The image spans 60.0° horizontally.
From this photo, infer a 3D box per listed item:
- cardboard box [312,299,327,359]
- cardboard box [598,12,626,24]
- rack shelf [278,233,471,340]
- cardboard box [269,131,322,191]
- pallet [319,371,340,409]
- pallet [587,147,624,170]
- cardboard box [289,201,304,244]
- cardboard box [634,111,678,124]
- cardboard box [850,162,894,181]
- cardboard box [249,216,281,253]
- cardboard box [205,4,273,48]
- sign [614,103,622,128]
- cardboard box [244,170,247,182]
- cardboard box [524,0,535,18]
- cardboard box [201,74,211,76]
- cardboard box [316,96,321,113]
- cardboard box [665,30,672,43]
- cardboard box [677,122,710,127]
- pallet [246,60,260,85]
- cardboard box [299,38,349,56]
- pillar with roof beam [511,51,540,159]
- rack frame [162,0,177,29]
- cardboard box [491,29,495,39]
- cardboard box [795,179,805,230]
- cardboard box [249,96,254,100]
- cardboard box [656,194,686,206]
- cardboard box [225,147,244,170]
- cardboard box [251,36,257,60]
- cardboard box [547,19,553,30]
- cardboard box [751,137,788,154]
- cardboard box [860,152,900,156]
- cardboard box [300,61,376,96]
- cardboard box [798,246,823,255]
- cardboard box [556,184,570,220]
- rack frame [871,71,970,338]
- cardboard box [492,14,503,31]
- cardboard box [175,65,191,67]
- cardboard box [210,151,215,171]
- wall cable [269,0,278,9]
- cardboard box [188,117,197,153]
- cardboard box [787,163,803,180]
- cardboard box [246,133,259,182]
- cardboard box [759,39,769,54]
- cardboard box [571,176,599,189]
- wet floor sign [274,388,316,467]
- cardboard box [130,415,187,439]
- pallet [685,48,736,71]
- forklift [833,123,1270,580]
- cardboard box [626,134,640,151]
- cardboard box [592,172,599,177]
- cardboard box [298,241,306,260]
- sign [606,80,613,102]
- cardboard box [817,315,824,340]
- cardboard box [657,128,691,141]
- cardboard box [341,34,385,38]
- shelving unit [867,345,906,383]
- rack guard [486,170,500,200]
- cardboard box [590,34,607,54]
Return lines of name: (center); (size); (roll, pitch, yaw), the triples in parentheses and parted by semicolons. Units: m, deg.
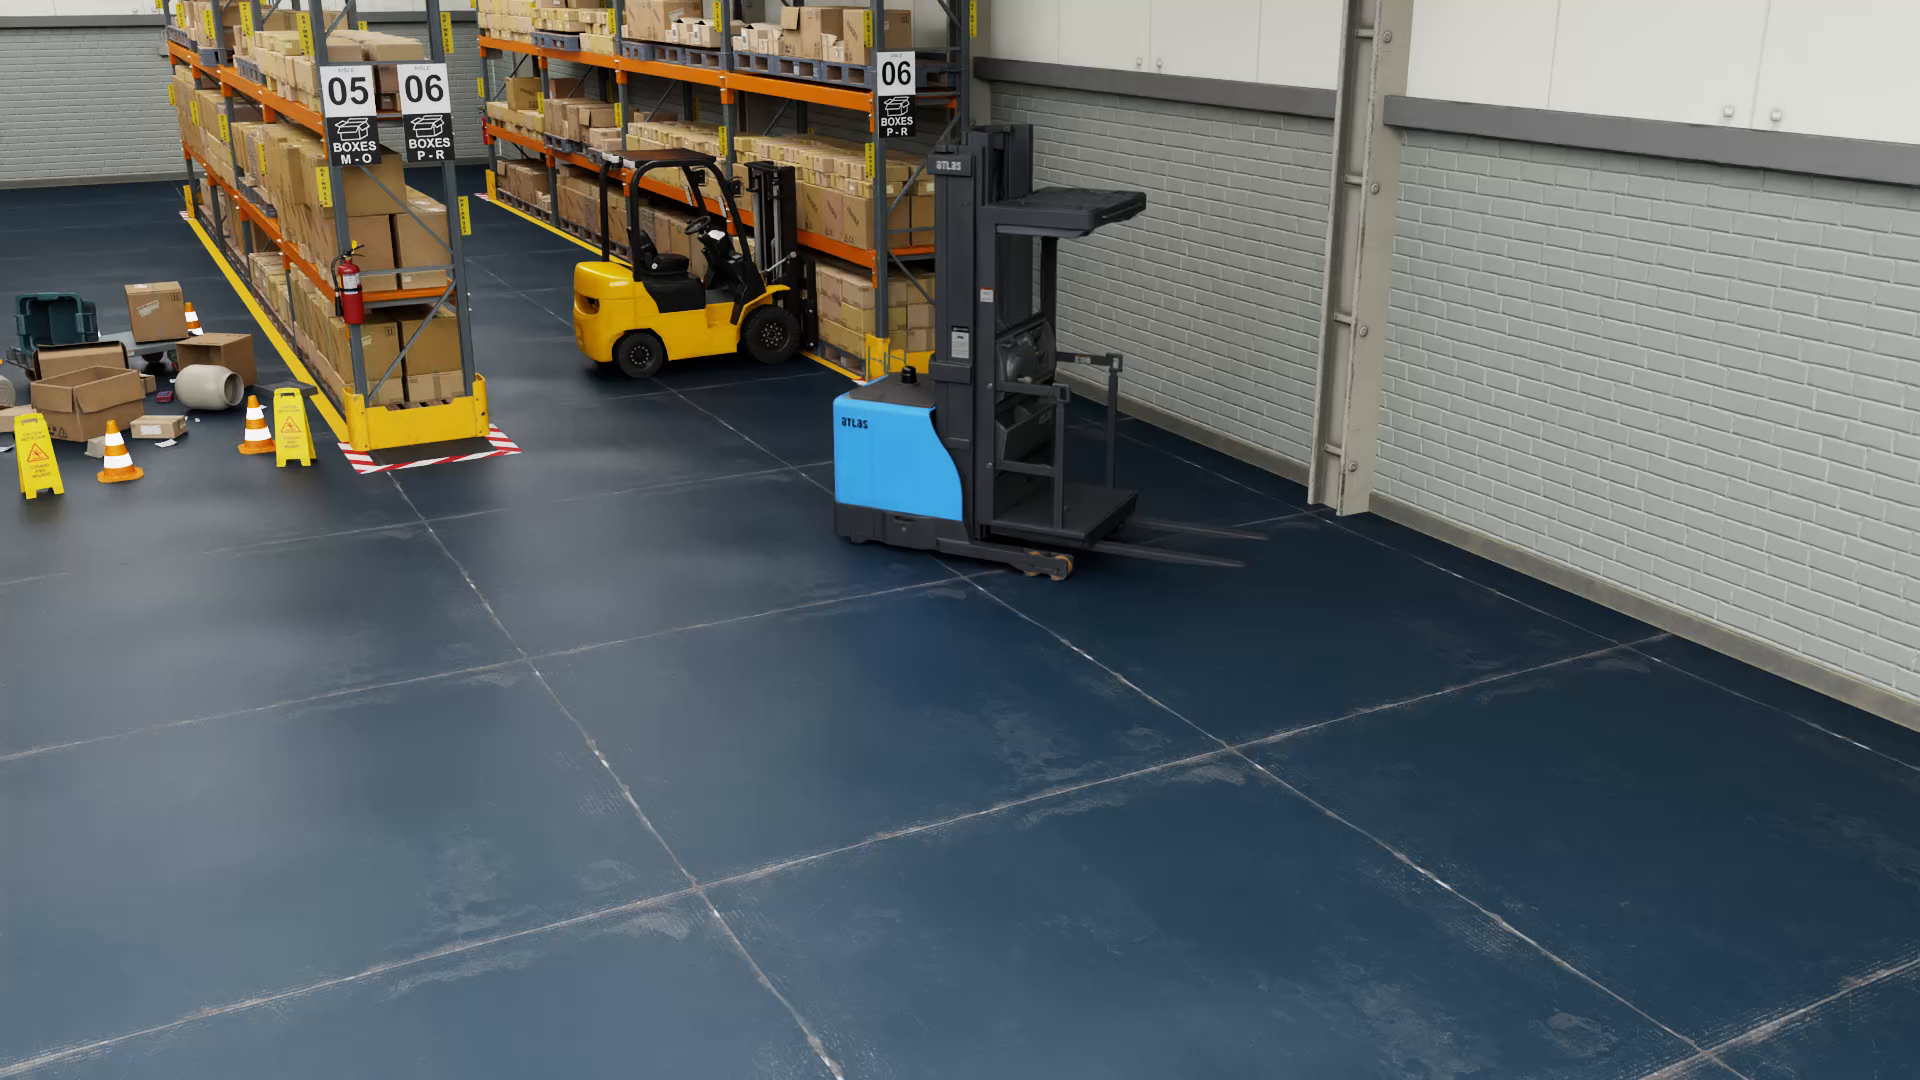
cardboard box: (-5.836, -2.030, 15.837); (0.500, 0.500, 0.500); (-11, 22, -28)
cardboard box: (-4.800, -7.247, 23.100); (0.380, 0.149, 0.250); (-11, 22, -28)
rack shelf: (-5.691, -2.526, 15.955); (1.077, 0.370, 4.000); (-10, 21, -27)
cardboard box: (-6.185, -3.642, 15.946); (0.700, 0.500, 0.500); (-11, 22, -28)
pallet: (-5.707, -1.584, 16.397); (1.003, 0.211, 1.213); (-10, 21, -27)
pallet: (-4.557, -5.451, 23.624); (1.213, 0.211, 1.003); (-10, 21, -27)
cardboard box: (-6.191, -3.172, 16.115); (0.500, 0.500, 0.500); (-10, 21, -27)
cardboard box: (-4.281, -5.776, 23.474); (0.500, 0.500, 0.500); (-9, 21, -24)
cardboard box: (-0.875, -3.692, 16.629); (0.380, 0.149, 0.250); (-10, 21, -27)
cardboard box: (-8.795, -3.993, 21.719); (0.875, 0.875, 0.875); (-10, 22, -27)
cardboard box: (-8.852, -6.338, 20.501); (0.797, 0.503, 0.637); (-11, 22, -30)
sign: (-4.647, -5.781, 22.633); (0.100, 0.325, 0.005); (-10, 21, -27)
cardboard box: (-8.355, -4.374, 19.949); (0.380, 0.149, 0.250); (-12, 22, -30)
cardboard box: (-6.525, -8.338, 26.105); (0.500, 0.250, 0.500); (-10, 21, -27)
cardboard box: (-11.005, -6.768, 24.465); (0.380, 0.149, 0.250); (-10, 21, -27)
cardboard box: (-5.157, -3.650, 13.897); (0.380, 0.149, 0.250); (-10, 21, -26)
cardboard box: (-3.430, -6.245, 20.620); (0.380, 0.149, 0.250); (-10, 22, -27)
cardboard box: (-3.618, -5.592, 22.591); (0.380, 0.149, 0.250); (-9, 21, -25)
pallet: (-6.840, -4.963, 17.604); (1.213, 0.211, 1.003); (-10, 21, -27)
cardboard box: (-5.674, -4.401, 14.851); (0.380, 0.149, 0.250); (-11, 22, -28)
pillar with roof beam: (-12.248, -10.737, 29.453); (9.100, 9.000, 0.400); (-10, 21, -27)
rack frame: (-12.339, -9.721, 26.506); (1.000, 3.000, 0.127); (-10, 21, -27)
cardboard box: (-7.744, -8.591, 28.217); (0.380, 0.149, 0.250); (-9, 21, -25)
cardboard box: (-1.570, -3.649, 17.956); (0.500, 0.500, 0.500); (-10, 21, -26)
cardboard box: (-9.272, -5.725, 22.437); (0.500, 0.500, 0.500); (-10, 21, -26)
cardboard box: (-4.147, -4.880, 23.868); (0.380, 0.149, 0.250); (-9, 21, -24)
cardboard box: (-8.994, -4.853, 21.061); (0.500, 0.250, 0.500); (-10, 21, -27)
cardboard box: (-7.282, -5.277, 17.812); (0.500, 0.250, 0.500); (-10, 21, -26)
cardboard box: (-5.937, -7.681, 24.782); (0.380, 0.149, 0.250); (-10, 21, -26)
cardboard box: (-2.165, -4.508, 18.995); (0.380, 0.149, 0.250); (-10, 21, -26)
cardboard box: (-0.830, -3.985, 17.476); (0.380, 0.149, 0.250); (-9, 21, -25)
cardboard box: (-5.221, -3.884, 13.965); (0.500, 0.250, 0.500); (-10, 22, -27)
cardboard box: (-1.840, -3.104, 18.568); (0.500, 0.250, 0.500); (-9, 21, -25)
cardboard box: (-6.041, -5.349, 26.224); (0.500, 0.500, 0.500); (-9, 21, -24)
rack frame: (-0.375, -3.061, 16.405); (1.000, 3.000, 0.127); (-10, 21, -27)
cardboard box: (-7.511, -8.681, 27.866); (0.500, 0.250, 0.500); (-11, 22, -28)
cardboard box: (-12.414, -7.566, 26.780); (0.380, 0.149, 0.250); (-9, 21, -26)
cardboard box: (-9.987, -5.200, 22.834); (0.500, 0.250, 0.500); (-10, 21, -27)
wall cable: (-12.155, -11.864, 32.660); (2.988, 3.039, 0.133); (-10, 21, -27)
cardboard box: (-11.386, -6.166, 25.249); (0.500, 0.500, 0.500); (-10, 22, -27)
cardboard box: (-1.638, -3.984, 17.932); (0.380, 0.149, 0.250); (-10, 22, -28)
cardboard box: (-7.788, -4.365, 18.929); (0.500, 0.500, 0.500); (-11, 22, -29)
cardboard box: (-1.963, -5.358, 18.051); (0.380, 0.149, 0.250); (-9, 21, -25)
cardboard box: (-5.805, -5.546, 25.800); (0.380, 0.149, 0.250); (-11, 22, -29)
wet floor sign: (-5.593, -0.958, 13.920); (0.267, 0.644, 0.232); (-3, 19, -8)
cardboard box: (-7.141, -1.007, 14.822); (0.380, 0.149, 0.250); (1, 19, 2)
pallet: (-2.704, -5.788, 20.003); (0.805, 0.209, 1.217); (-11, 22, -29)
forklift: (0.640, -1.310, 11.433); (3.031, 2.935, 1.130); (9, 21, 24)
cardboard box: (-4.200, -5.354, 22.513); (0.500, 0.250, 0.500); (-10, 21, -27)
cardboard box: (-5.645, -5.769, 26.445); (0.380, 0.149, 0.250); (-11, 22, -29)
cardboard box: (-6.174, -2.812, 16.068); (0.380, 0.149, 0.250); (-10, 21, -26)
sign: (-5.586, -7.141, 26.451); (0.100, 0.325, 0.005); (-10, 21, -27)
cardboard box: (-1.333, -2.335, 17.872); (0.500, 0.250, 0.500); (-10, 21, -26)
cardboard box: (-3.728, -5.288, 21.710); (0.380, 0.149, 0.250); (-10, 21, -26)
cardboard box: (-5.623, -4.697, 15.708); (0.380, 0.149, 0.250); (-10, 21, -26)
shelving unit: (-0.578, -0.890, 12.859); (0.189, 1.200, 0.258); (-11, 22, -35)
rack guard: (-7.936, -6.451, 30.060); (1.175, 0.500, 0.348); (-10, 21, -27)
cardboard box: (-4.870, -6.959, 23.332); (0.500, 0.250, 0.500); (-10, 21, -26)
